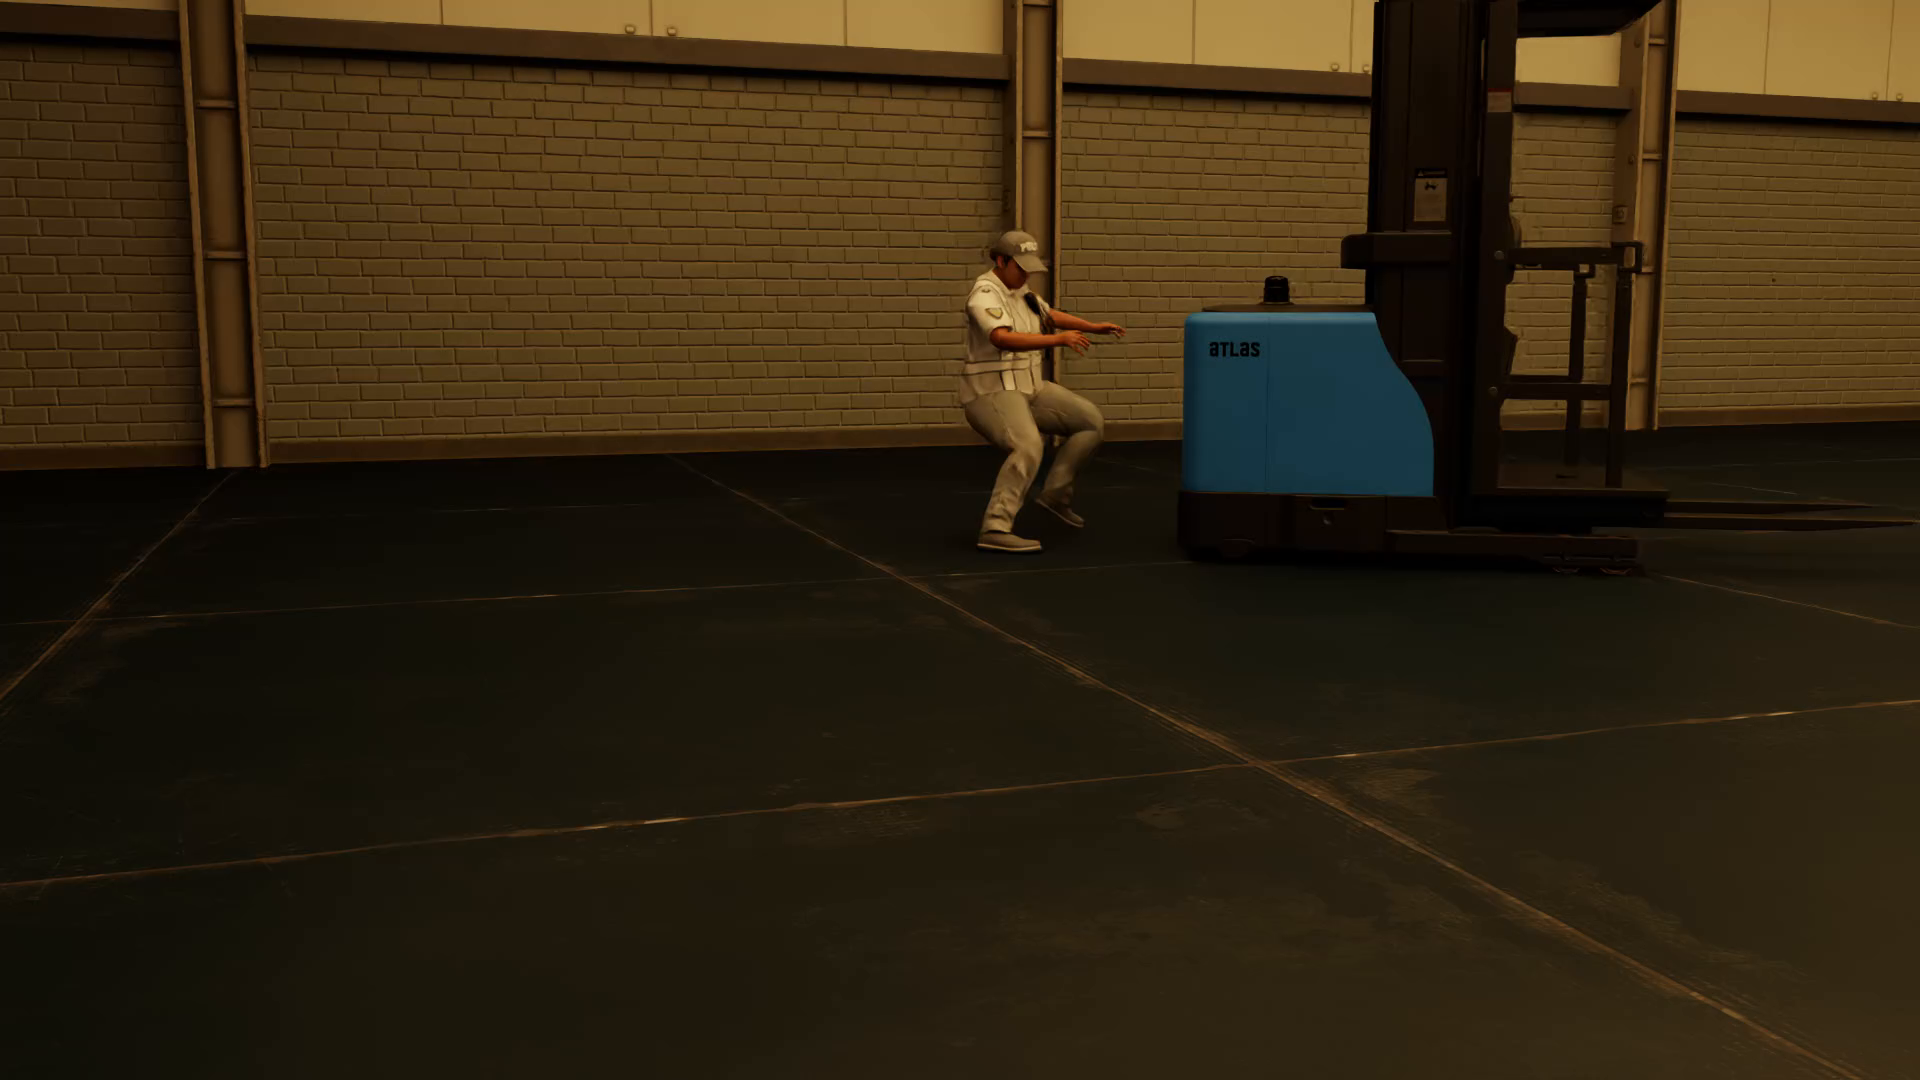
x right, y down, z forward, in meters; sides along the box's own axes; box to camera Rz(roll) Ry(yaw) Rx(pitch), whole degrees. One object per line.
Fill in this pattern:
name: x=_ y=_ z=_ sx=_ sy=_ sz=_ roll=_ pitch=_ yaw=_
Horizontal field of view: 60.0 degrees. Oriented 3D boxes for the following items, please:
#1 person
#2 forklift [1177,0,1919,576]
person: x=0.359 y=-0.718 z=7.824 sx=0.737 sy=1.451 sz=0.957 roll=5 pitch=9 yaw=32
forklift: x=2.518 y=-1.384 z=7.220 sx=3.031 sy=2.935 sz=1.130 roll=1 pitch=8 yaw=10
